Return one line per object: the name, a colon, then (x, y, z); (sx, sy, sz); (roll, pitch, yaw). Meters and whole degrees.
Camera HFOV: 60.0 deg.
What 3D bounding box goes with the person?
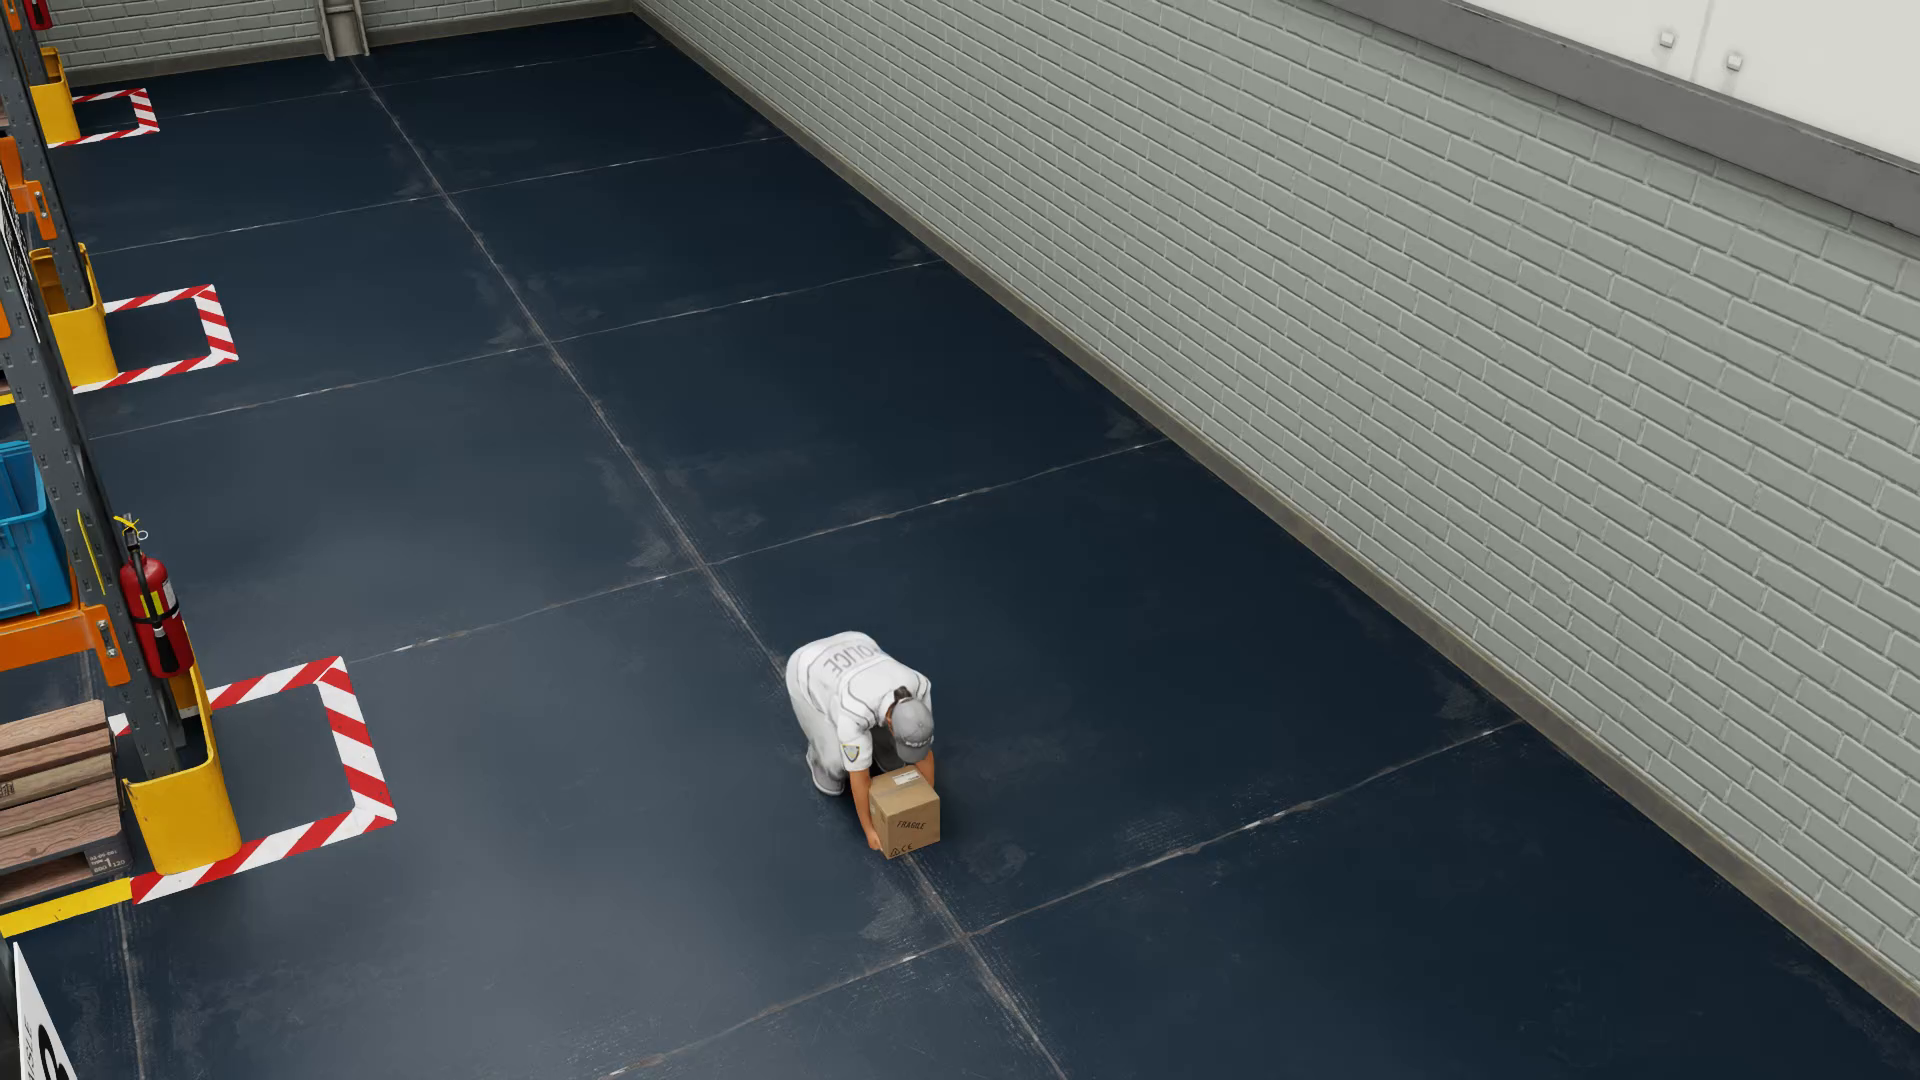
person: (-0.394, 0.823, 7.239); (0.513, 0.772, 0.894); (-17, 37, -24)
